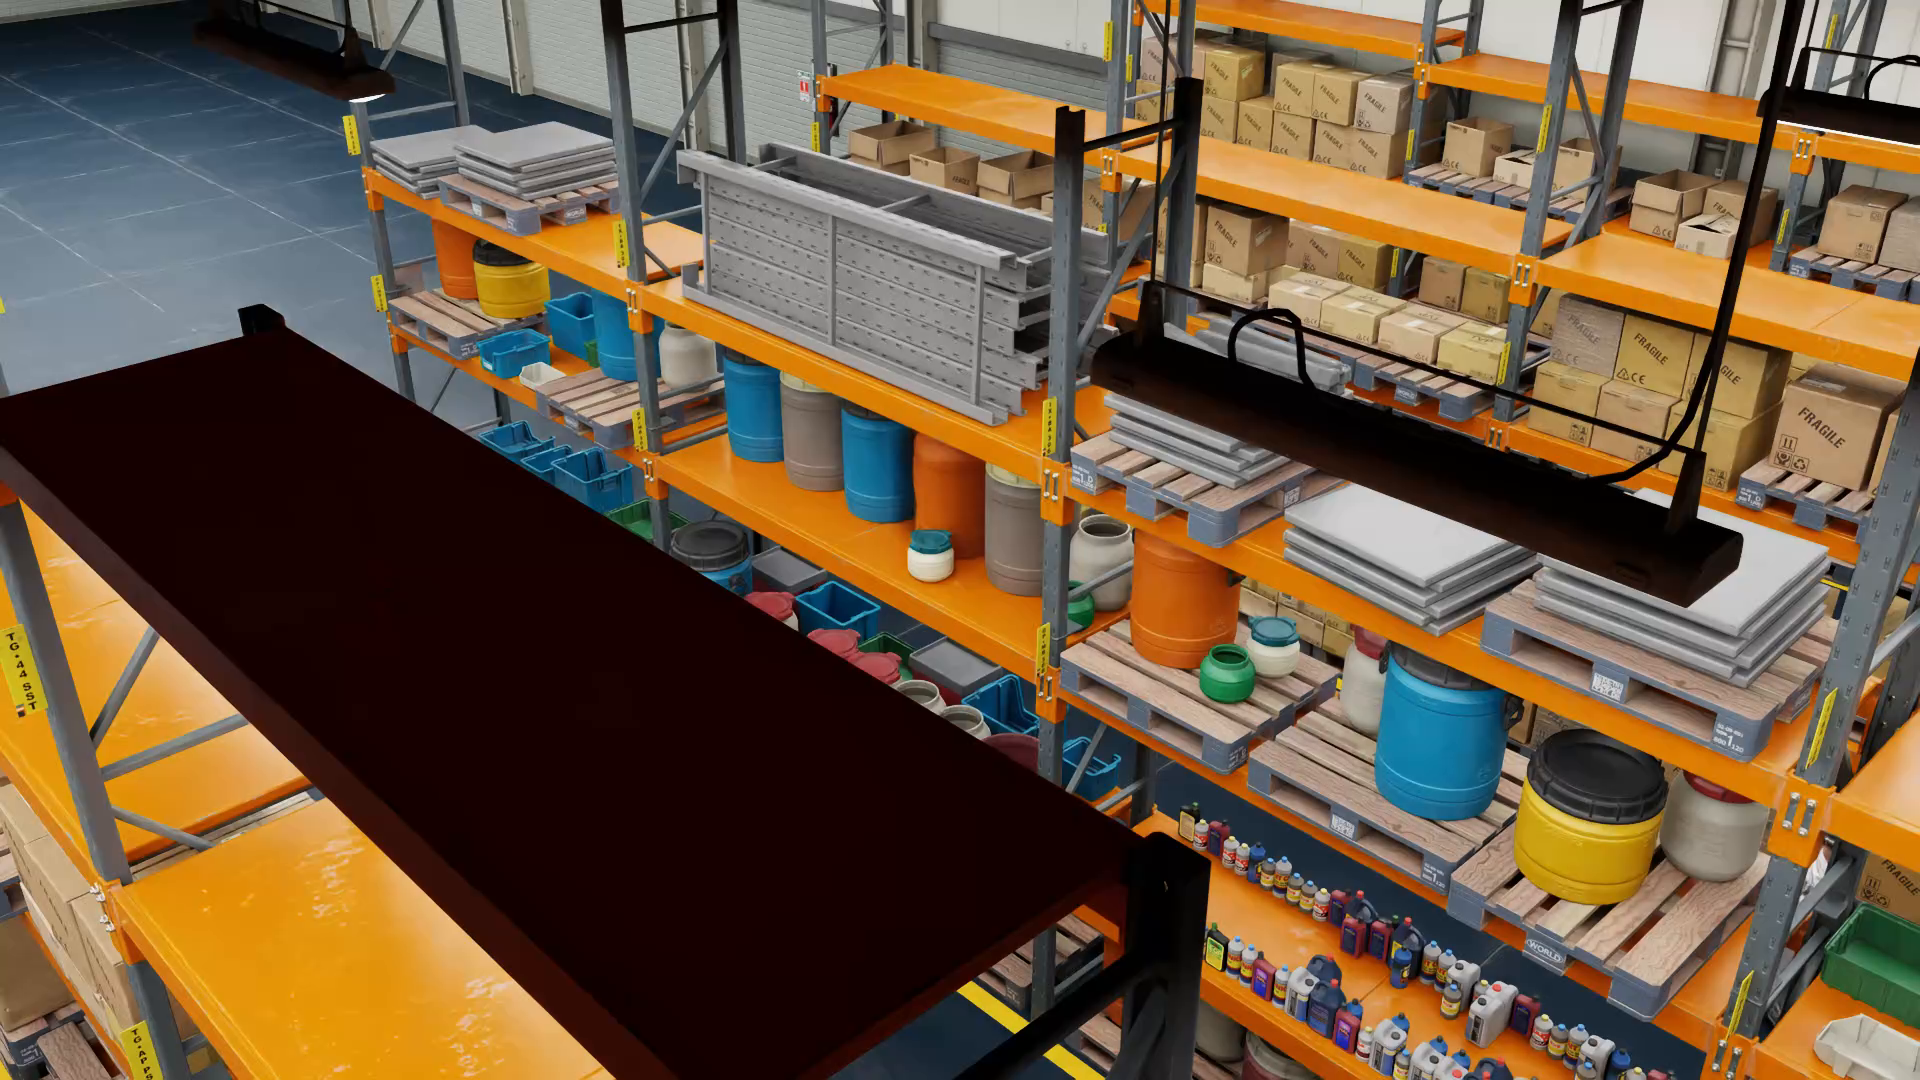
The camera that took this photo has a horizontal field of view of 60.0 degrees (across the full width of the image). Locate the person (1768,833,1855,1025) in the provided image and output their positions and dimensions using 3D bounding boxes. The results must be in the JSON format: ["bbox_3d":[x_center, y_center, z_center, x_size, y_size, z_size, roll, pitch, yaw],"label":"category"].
[{"bbox_3d":[5.340,2.432,10.558,0.514,1.676,0.458,-3,28,-5],"label":"person"}]
